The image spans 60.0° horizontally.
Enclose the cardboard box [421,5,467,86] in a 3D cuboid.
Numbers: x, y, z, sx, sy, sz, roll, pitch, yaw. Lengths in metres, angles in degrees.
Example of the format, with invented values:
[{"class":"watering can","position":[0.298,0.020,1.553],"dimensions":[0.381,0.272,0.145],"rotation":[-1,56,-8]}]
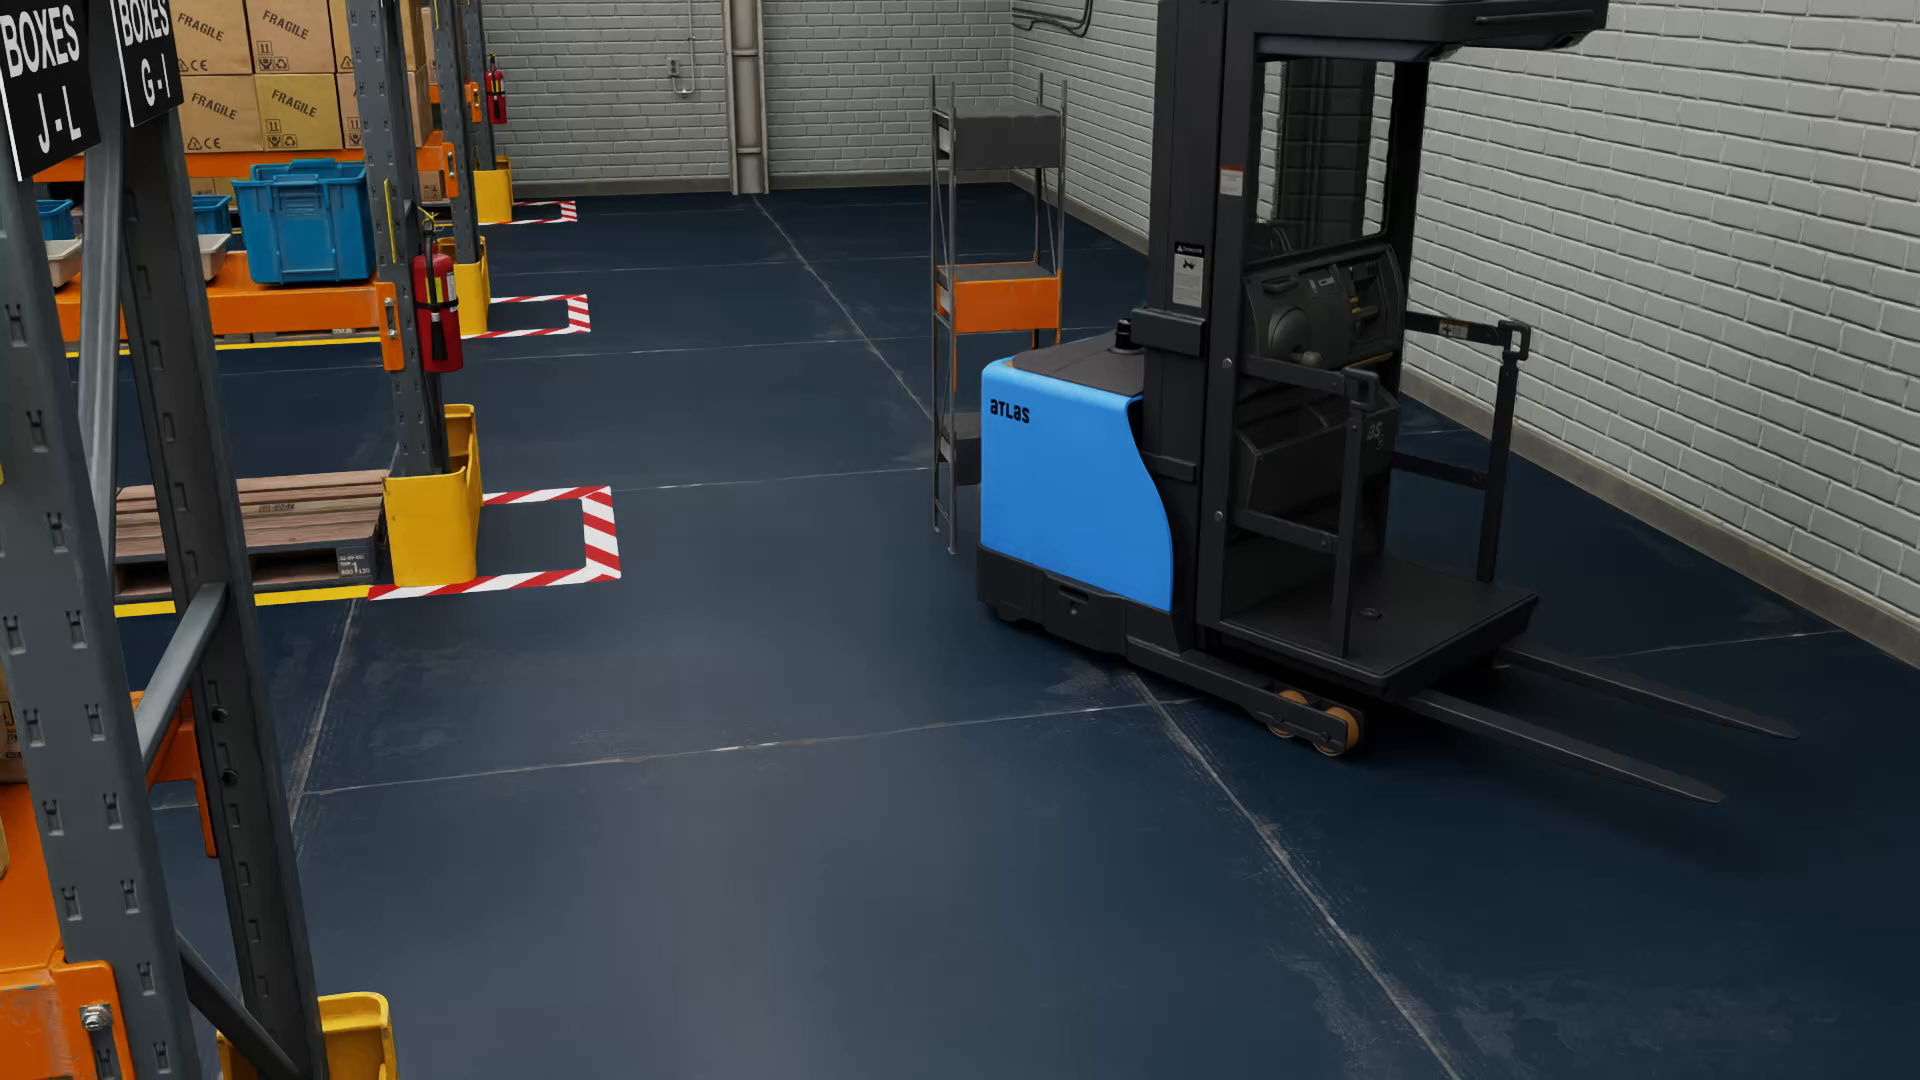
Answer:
[{"class":"cardboard box","position":[-5.225,-4.812,16.153],"dimensions":[0.700,0.700,0.980],"rotation":[-4,20,-10]}]

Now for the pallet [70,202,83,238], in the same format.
[{"class":"pallet","position":[-7.866,-3.122,16.032],"dimensions":[1.213,0.211,1.003],"rotation":[-5,21,-12]}]

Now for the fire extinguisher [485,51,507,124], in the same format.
[{"class":"fire extinguisher","position":[-4.478,-4.360,16.012],"dimensions":[0.183,0.674,0.296],"rotation":[-5,21,-12]}]

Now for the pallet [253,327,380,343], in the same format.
[{"class":"pallet","position":[-4.437,-1.678,12.088],"dimensions":[1.213,0.211,1.003],"rotation":[-5,21,-12]}]

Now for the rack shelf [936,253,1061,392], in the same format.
[{"class":"rack shelf","position":[0.161,-0.986,7.494],"dimensions":[0.480,0.518,0.431],"rotation":[-5,21,-12]}]

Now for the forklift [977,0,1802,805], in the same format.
[{"class":"forklift","position":[1.460,-0.827,5.810],"dimensions":[1.130,2.935,3.031],"rotation":[-19,27,-41]}]

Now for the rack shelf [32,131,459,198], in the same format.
[{"class":"rack shelf","position":[-5.534,-2.560,11.489],"dimensions":[4.000,0.370,1.077],"rotation":[-5,21,-12]}]

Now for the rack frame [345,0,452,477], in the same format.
[{"class":"rack frame","position":[-2.451,-1.398,7.271],"dimensions":[0.127,3.000,1.000],"rotation":[-5,21,-12]}]

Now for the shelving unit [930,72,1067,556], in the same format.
[{"class":"shelving unit","position":[0.161,-0.999,7.489],"dimensions":[0.503,2.100,0.431],"rotation":[-5,21,-12]}]

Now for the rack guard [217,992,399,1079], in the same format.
[{"class":"rack guard","position":[-1.288,1.432,3.180],"dimensions":[0.348,0.500,1.175],"rotation":[-5,21,-12]}]

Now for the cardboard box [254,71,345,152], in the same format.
[{"class":"cardboard box","position":[-4.465,-2.935,11.320],"dimensions":[0.500,0.500,0.500],"rotation":[-4,21,-12]}]

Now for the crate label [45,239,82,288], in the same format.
[{"class":"crate label","position":[-3.754,-1.129,6.832],"dimensions":[0.243,0.136,0.396],"rotation":[-5,21,-12]}]

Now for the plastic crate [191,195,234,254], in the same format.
[{"class":"plastic crate","position":[-3.408,-1.386,7.394],"dimensions":[0.300,0.233,0.416],"rotation":[-5,21,-12]}]

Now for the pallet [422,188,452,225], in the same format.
[{"class":"pallet","position":[-5.491,-3.316,16.559],"dimensions":[1.213,0.211,1.003],"rotation":[-5,21,-12]}]

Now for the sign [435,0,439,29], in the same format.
[{"class":"sign","position":[-3.479,-3.561,11.033],"dimensions":[0.005,0.325,0.100],"rotation":[-5,21,-12]}]

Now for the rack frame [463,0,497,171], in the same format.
[{"class":"rack frame","position":[-4.731,-4.714,16.324],"dimensions":[0.127,3.000,1.000],"rotation":[-5,21,-12]}]

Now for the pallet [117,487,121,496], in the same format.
[{"class":"pallet","position":[-4.448,0.059,7.347],"dimensions":[1.213,0.211,1.003],"rotation":[-5,21,-12]}]

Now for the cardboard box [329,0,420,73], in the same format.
[{"class":"cardboard box","position":[-3.957,-3.446,11.261],"dimensions":[0.500,0.500,0.500],"rotation":[-5,21,-13]}]

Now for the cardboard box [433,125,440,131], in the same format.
[{"class":"cardboard box","position":[-5.314,-4.030,16.537],"dimensions":[0.250,0.149,0.380],"rotation":[-5,21,-12]}]

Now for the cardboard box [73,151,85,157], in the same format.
[{"class":"cardboard box","position":[-5.937,-2.816,10.997],"dimensions":[0.500,0.500,0.500],"rotation":[-5,21,-13]}]

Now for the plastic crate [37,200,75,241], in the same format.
[{"class":"plastic crate","position":[-4.049,-1.334,7.252],"dimensions":[0.300,0.233,0.416],"rotation":[-5,21,-12]}]

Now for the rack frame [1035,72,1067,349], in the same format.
[{"class":"rack frame","position":[0.399,-1.018,7.542],"dimensions":[0.015,2.100,0.400],"rotation":[-5,21,-12]}]

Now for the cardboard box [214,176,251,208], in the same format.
[{"class":"cardboard box","position":[-6.883,-3.525,16.099],"dimensions":[0.500,0.500,0.700],"rotation":[-4,21,-11]}]

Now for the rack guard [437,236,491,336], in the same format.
[{"class":"rack guard","position":[-3.661,-1.877,12.211],"dimensions":[0.348,0.500,1.175],"rotation":[-5,21,-12]}]

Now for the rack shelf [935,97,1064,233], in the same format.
[{"class":"rack shelf","position":[0.161,-1.644,7.253],"dimensions":[0.480,0.518,0.431],"rotation":[-5,21,-12]}]

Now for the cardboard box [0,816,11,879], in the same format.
[{"class":"cardboard box","position":[-1.582,0.516,2.410],"dimensions":[0.250,0.149,0.380],"rotation":[-4,21,-11]}]

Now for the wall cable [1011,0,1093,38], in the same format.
[{"class":"wall cable","position":[0.855,-6.401,16.721],"dimensions":[0.112,2.526,3.097],"rotation":[-5,21,-12]}]

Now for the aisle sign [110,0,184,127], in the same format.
[{"class":"aisle sign","position":[-1.311,-1.067,2.587],"dimensions":[0.004,0.787,0.394],"rotation":[-5,21,-12]}]

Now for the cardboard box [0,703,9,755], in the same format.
[{"class":"cardboard box","position":[-1.722,0.318,2.372],"dimensions":[0.500,0.250,0.500],"rotation":[-5,21,-13]}]

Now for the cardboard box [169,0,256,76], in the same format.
[{"class":"cardboard box","position":[-4.952,-3.363,11.035],"dimensions":[0.500,0.500,0.500],"rotation":[-4,21,-11]}]

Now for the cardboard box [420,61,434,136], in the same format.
[{"class":"cardboard box","position":[-4.080,-3.157,11.926],"dimensions":[0.500,0.500,0.500],"rotation":[-4,21,-11]}]

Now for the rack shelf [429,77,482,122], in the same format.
[{"class":"rack shelf","position":[-6.677,-4.218,16.015],"dimensions":[4.000,0.370,1.077],"rotation":[-5,21,-12]}]
